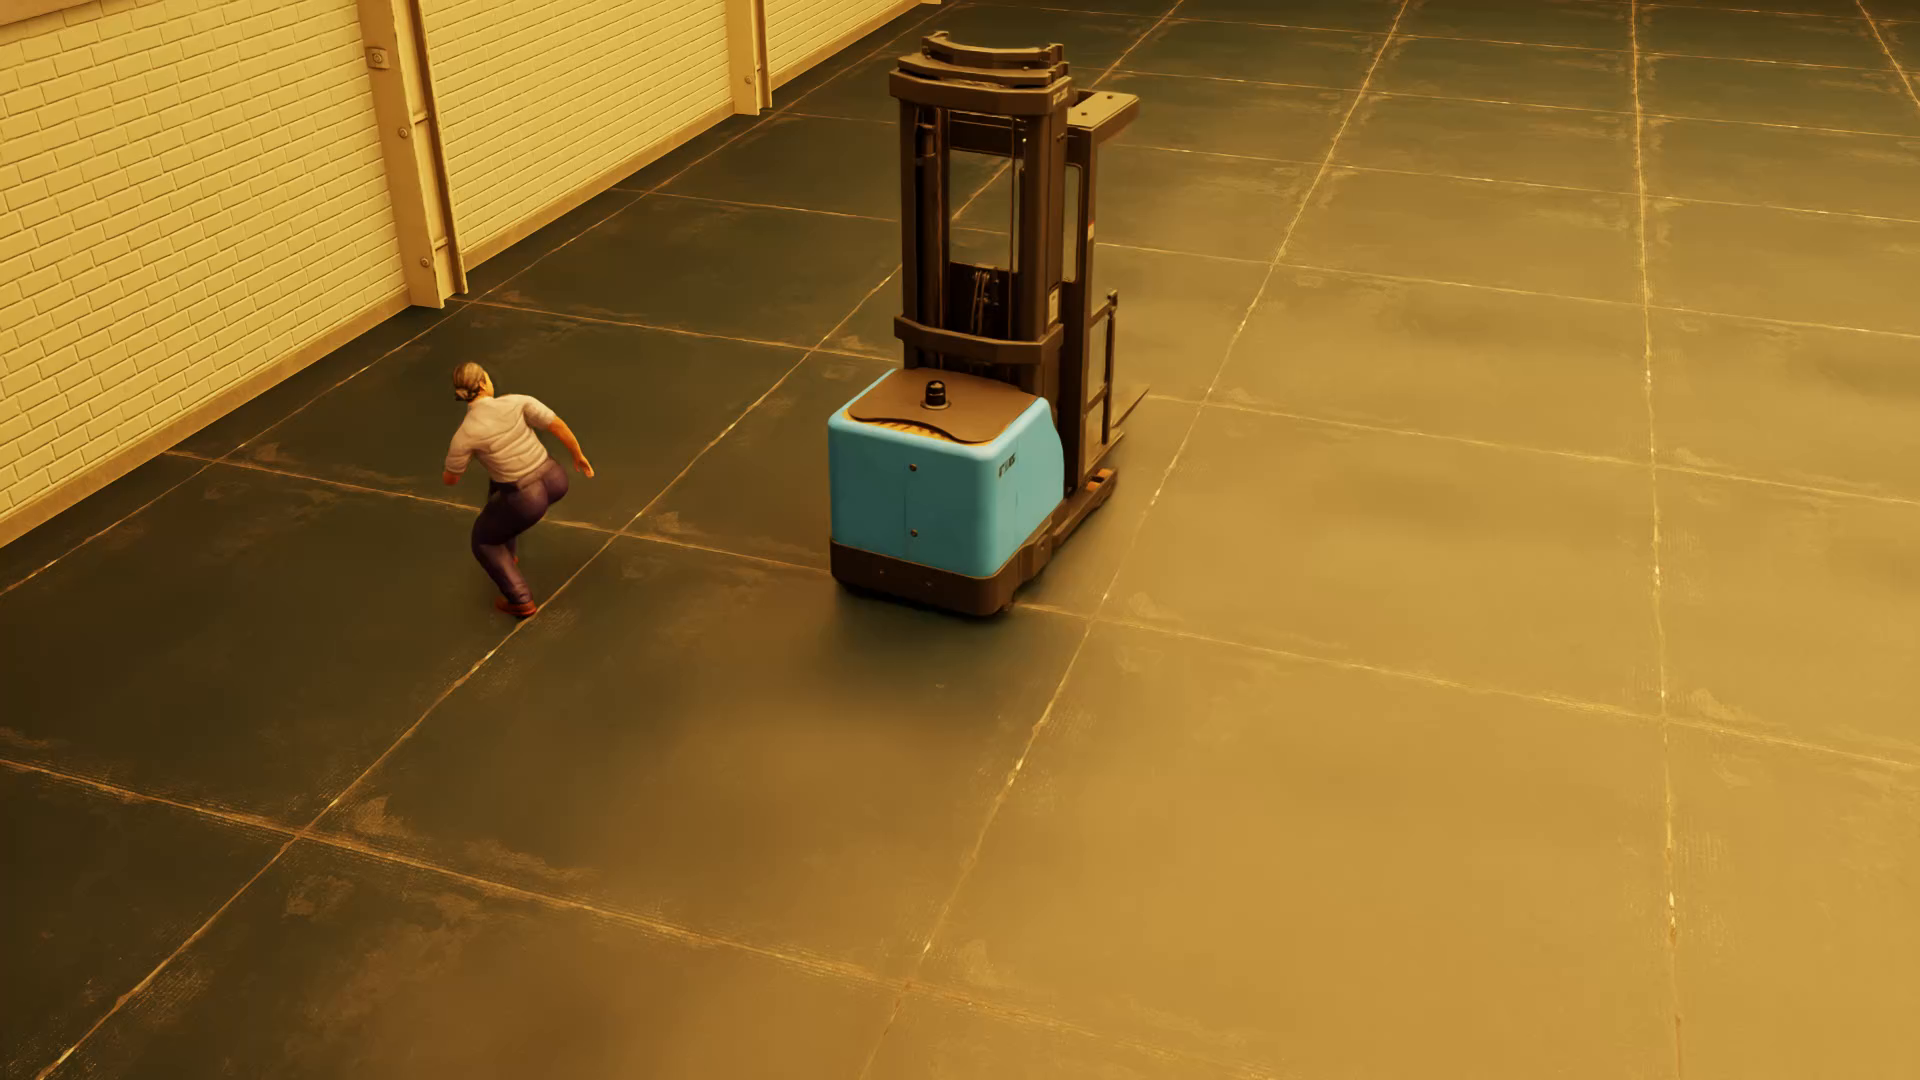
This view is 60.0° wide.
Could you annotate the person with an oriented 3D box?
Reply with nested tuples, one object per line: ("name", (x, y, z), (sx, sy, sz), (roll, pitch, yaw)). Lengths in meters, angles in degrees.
("person", (-2.524, -0.345, 9.263), (0.713, 1.460, 0.705), (21, 36, 32))

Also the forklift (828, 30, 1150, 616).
("forklift", (0.355, -1.560, 9.874), (1.130, 2.935, 3.031), (14, 32, 22))
